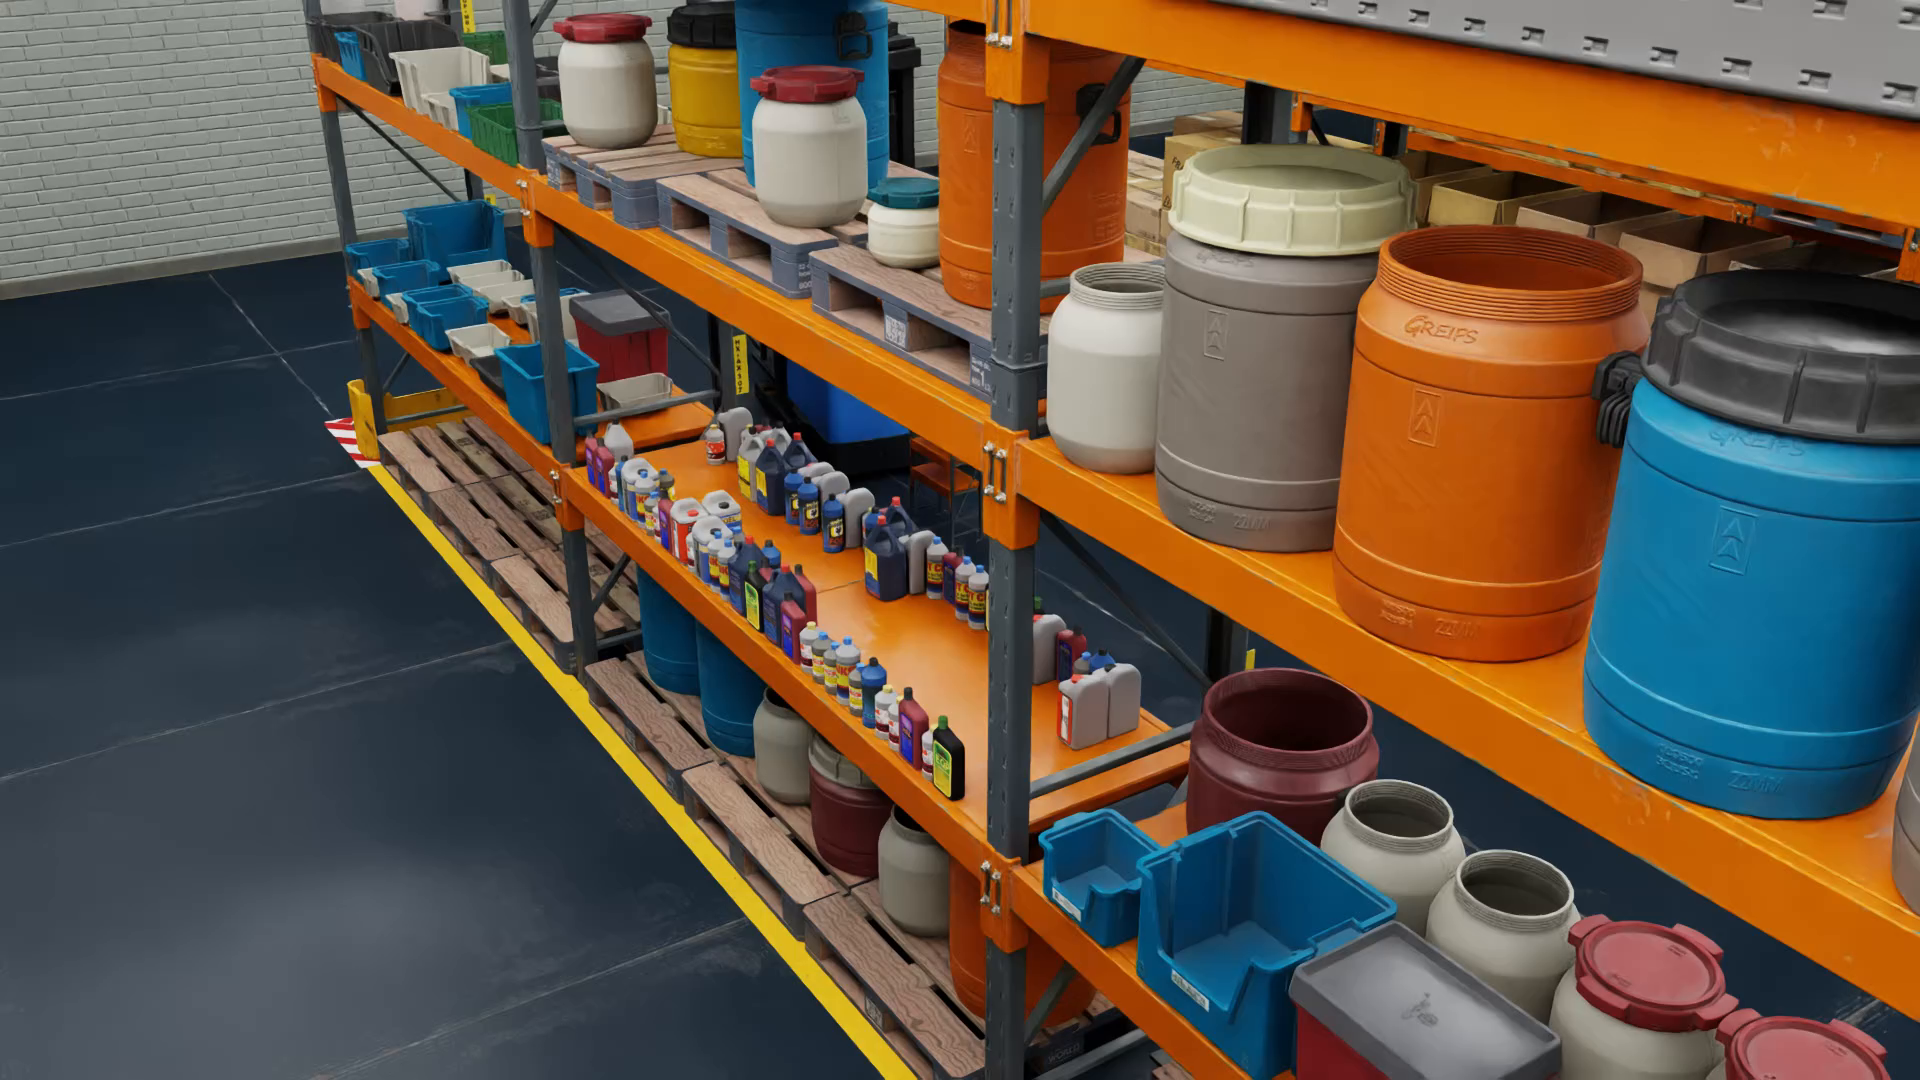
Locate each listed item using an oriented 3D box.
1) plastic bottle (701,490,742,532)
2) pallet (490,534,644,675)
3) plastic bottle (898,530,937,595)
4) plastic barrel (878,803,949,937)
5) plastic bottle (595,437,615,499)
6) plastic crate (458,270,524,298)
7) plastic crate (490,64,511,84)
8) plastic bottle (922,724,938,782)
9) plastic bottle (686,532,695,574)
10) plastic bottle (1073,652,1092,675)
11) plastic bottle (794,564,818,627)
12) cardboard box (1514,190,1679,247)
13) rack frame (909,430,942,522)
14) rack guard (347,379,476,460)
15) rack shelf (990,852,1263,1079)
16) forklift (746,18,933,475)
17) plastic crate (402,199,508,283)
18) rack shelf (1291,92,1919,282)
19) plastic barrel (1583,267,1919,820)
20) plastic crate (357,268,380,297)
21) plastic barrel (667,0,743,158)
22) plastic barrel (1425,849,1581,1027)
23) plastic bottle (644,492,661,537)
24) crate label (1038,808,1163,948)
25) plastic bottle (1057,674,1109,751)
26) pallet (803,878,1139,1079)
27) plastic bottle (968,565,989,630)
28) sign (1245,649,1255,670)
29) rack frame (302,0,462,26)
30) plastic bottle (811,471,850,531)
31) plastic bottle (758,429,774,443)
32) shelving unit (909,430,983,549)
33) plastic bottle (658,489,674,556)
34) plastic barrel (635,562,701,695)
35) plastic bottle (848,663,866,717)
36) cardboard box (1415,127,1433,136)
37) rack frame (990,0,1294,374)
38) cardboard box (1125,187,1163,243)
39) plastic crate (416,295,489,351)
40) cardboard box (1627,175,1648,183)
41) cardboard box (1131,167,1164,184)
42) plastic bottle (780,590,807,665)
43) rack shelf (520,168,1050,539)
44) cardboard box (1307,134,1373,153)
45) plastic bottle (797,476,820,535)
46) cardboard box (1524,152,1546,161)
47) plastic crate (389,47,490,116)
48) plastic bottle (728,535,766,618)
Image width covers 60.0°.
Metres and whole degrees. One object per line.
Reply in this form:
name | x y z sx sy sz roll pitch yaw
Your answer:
plastic bottle | -1.078 -0.077 7.546 0.152 0.276 0.135 -16 29 -30
pallet | -2.078 0.323 9.818 1.003 0.211 1.213 -16 29 -30
plastic bottle | -0.183 0.077 7.218 0.152 0.276 0.135 -16 29 -30
plastic barrel | -0.125 1.330 6.841 0.421 0.512 0.421 0 25 0
plastic bottle | -1.729 -0.353 8.120 0.061 0.283 0.133 -16 29 -30
plastic crate | -3.085 -1.666 11.003 0.396 0.136 0.243 -16 29 -30
plastic crate | -2.492 -2.670 9.688 0.437 0.136 0.530 -16 29 -30
plastic bottle | -0.087 0.746 5.888 0.097 0.201 0.097 0 25 0
plastic bottle | -1.165 0.040 7.385 0.097 0.201 0.097 0 25 0
plastic bottle | 0.480 0.524 6.359 0.097 0.201 0.097 0 25 0
plastic bottle | -0.643 0.246 6.852 0.061 0.283 0.133 -16 29 -30
cardboard box | 3.578 -1.643 9.425 0.797 0.503 0.637 -14 29 -28
rack frame | -0.224 -0.689 10.804 0.240 1.200 0.015 -16 29 -30
rack guard | -3.852 -0.990 12.260 1.175 0.500 0.348 -16 29 -30
rack shelf | 1.631 1.788 4.292 1.077 0.370 4.000 -16 29 -30
forklift | -0.961 -2.373 12.343 1.130 2.935 3.031 -9 27 -19
plastic crate | -3.489 -2.081 11.533 0.616 0.435 0.499 -16 29 -30
rack shelf | 3.597 -2.154 9.127 1.077 0.370 4.000 -16 29 -30
plastic barrel | 1.549 -0.005 3.145 0.600 0.901 0.708 -16 29 -30
plastic crate | -3.863 -1.723 11.125 0.250 0.136 0.298 -16 29 -30
plastic barrel | -0.976 -2.036 7.323 0.600 0.588 0.600 0 25 0
plastic barrel | 1.510 1.165 4.637 0.421 0.512 0.421 0 25 0
plastic bottle | -1.418 -0.126 7.736 0.097 0.201 0.097 0 25 0
crate label | 0.455 1.061 5.185 0.303 0.233 0.416 -16 29 -30
plastic bottle | 0.446 0.609 6.093 0.152 0.276 0.135 -16 29 -30
pallet | 0.074 1.736 6.826 1.003 0.211 1.213 -16 29 -30
plastic bottle | 0.082 0.232 6.896 0.097 0.271 0.097 0 25 0
sign | 0.996 0.543 5.896 0.100 0.325 0.005 -16 29 -30
rack frame | -3.828 -4.827 10.434 1.000 3.000 0.127 -16 29 -30
plastic bottle | -0.610 -0.203 7.811 0.152 0.276 0.135 -16 29 -30
plastic bottle | -0.959 -0.431 8.295 0.152 0.276 0.135 -16 29 -30
shelving unit | -0.090 -0.602 10.619 0.258 1.200 0.503 -16 29 -30
plastic bottle | -1.317 -0.083 7.548 0.061 0.283 0.133 -16 29 -30
plastic barrel | -1.362 0.274 8.622 0.600 0.901 0.708 -16 29 -30
plastic bottle | -0.372 0.559 6.285 0.097 0.201 0.097 0 25 0
cardboard box | 4.608 -4.001 16.006 0.380 0.149 0.250 -14 29 -28
rack frame | 0.539 -1.966 4.373 1.000 3.000 0.127 -16 29 -30
cardboard box | 1.481 -2.368 12.080 0.500 0.250 0.500 -15 29 -29
plastic crate | -3.087 -1.322 10.163 0.416 0.233 0.300 -16 29 -30
cardboard box | 5.953 -3.176 14.258 0.380 0.149 0.250 -16 30 -31
cardboard box | 1.651 -2.675 12.730 0.500 0.250 0.500 -15 29 -29
plastic bottle | -0.663 0.346 6.640 0.061 0.283 0.133 -16 29 -30
rack shelf | -0.553 -0.999 6.682 1.077 0.370 4.000 -16 29 -30
cardboard box | 2.458 -2.475 11.427 0.500 0.500 0.500 -16 29 -30
plastic bottle | -0.705 -0.165 7.736 0.097 0.271 0.097 0 25 0
cardboard box | 5.329 -3.536 15.022 0.380 0.149 0.250 -14 29 -28
plastic crate | -2.877 -2.553 9.268 0.437 0.282 0.530 -16 29 -30
plastic bottle | -0.889 0.135 7.008 0.144 0.351 0.185 -16 29 -30
